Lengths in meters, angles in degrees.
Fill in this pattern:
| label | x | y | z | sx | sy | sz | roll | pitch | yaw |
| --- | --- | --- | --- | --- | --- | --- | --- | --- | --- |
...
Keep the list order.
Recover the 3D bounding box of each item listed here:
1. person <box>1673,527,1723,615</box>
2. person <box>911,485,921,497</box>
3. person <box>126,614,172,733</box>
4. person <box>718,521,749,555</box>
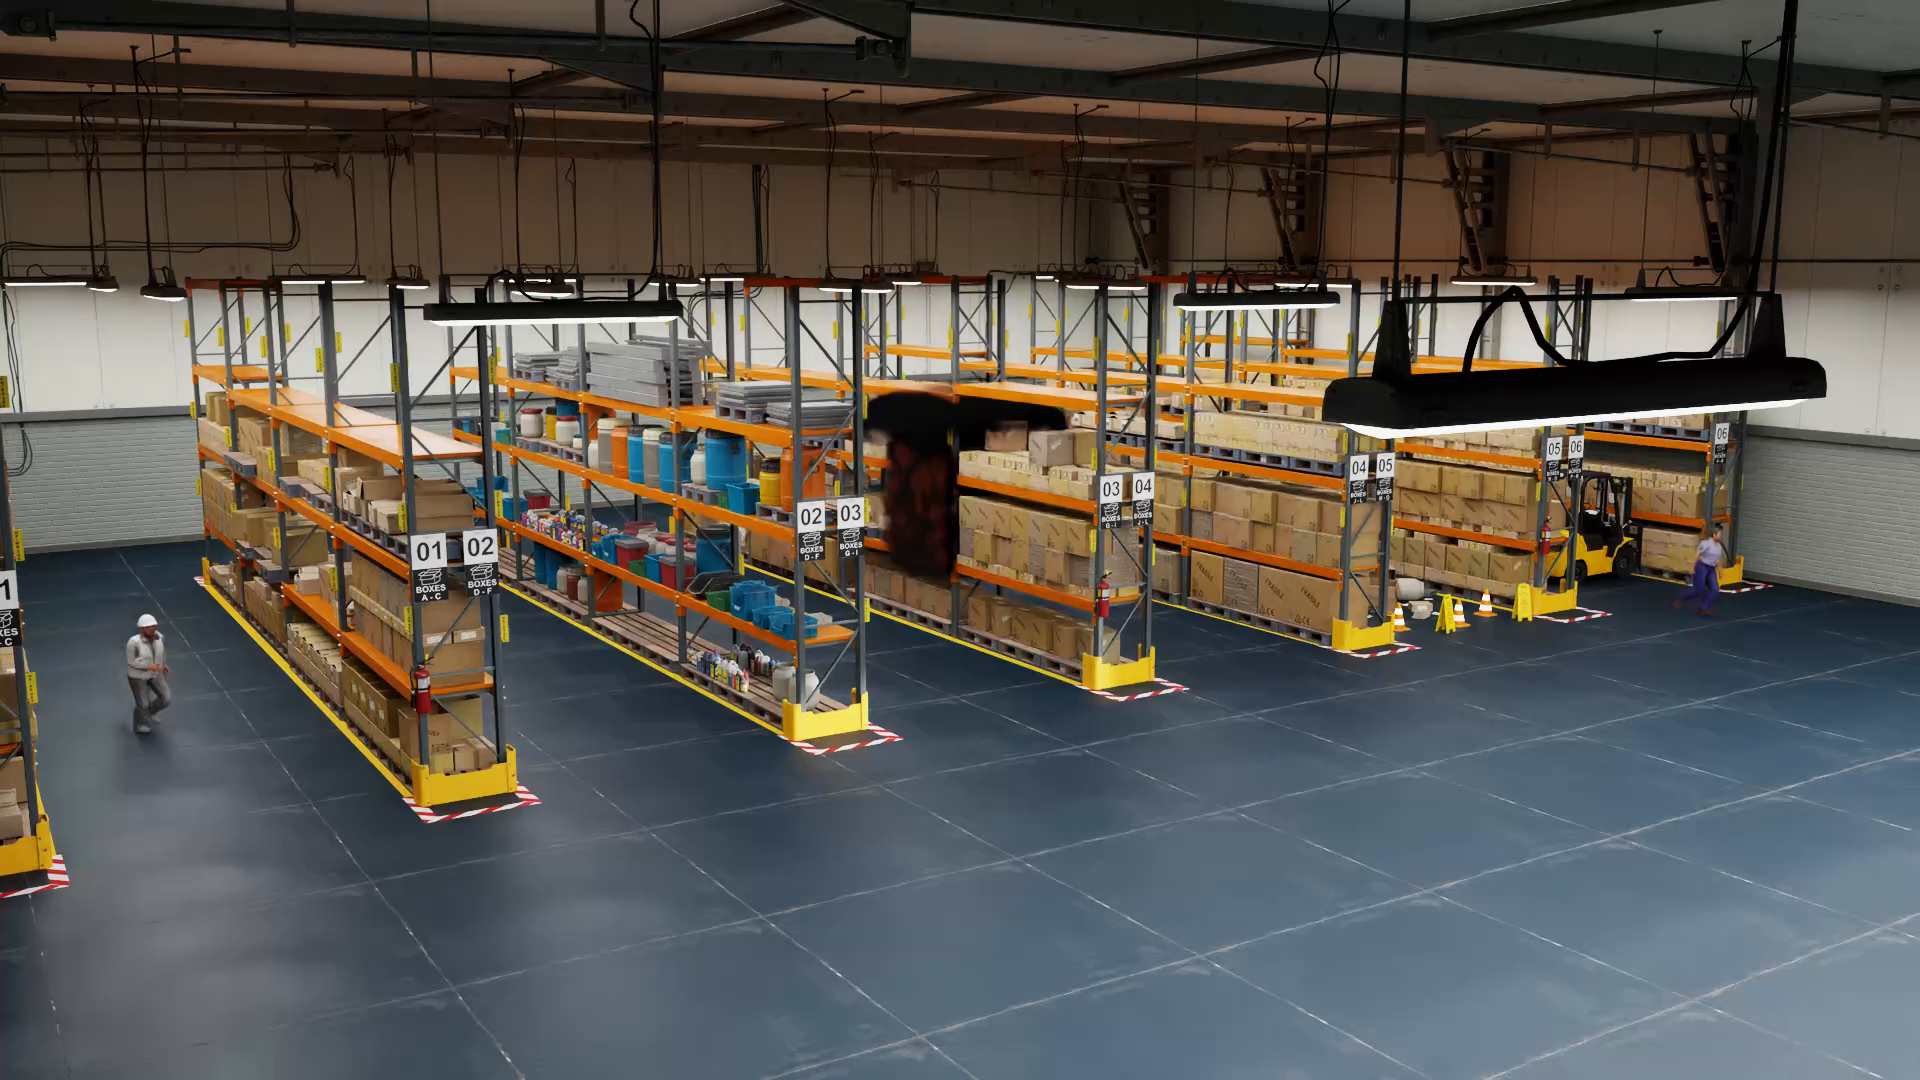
| label | x | y | z | sx | sy | sz | roll | pitch | yaw |
| --- | --- | --- | --- | --- | --- | --- | --- | --- | --- |
| person | 13.360 | 0.543 | 30.041 | 0.668 | 1.576 | 0.660 | -7 | 12 | -37 |
| person | -0.936 | -1.722 | 42.989 | 0.818 | 1.784 | 0.600 | -9 | 13 | -43 |
| person | -10.886 | 1.798 | 22.319 | 0.784 | 1.670 | 0.656 | 6 | 11 | 30 |
| person | -4.187 | 0.155 | 30.935 | 0.518 | 1.742 | 0.797 | -8 | 13 | -41 |
